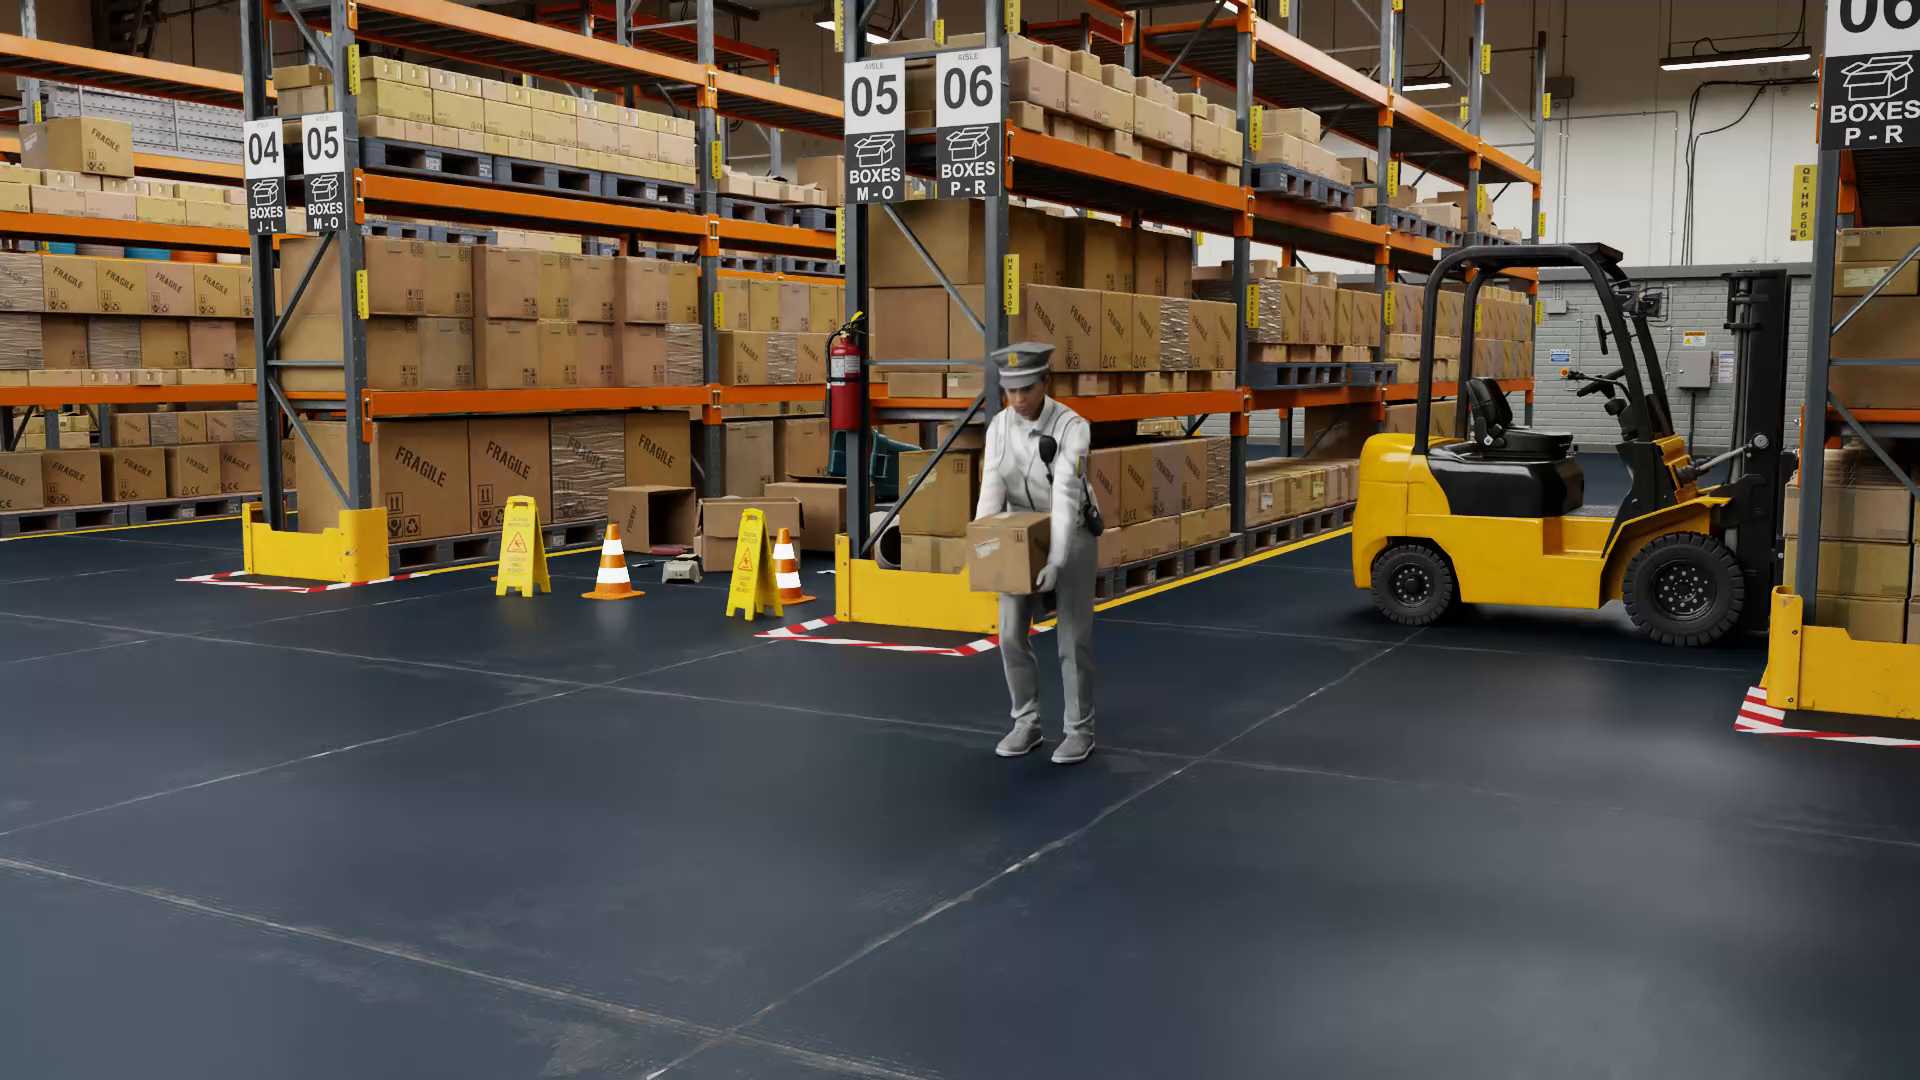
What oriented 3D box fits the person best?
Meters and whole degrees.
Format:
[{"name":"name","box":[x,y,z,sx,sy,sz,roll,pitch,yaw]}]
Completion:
[{"name":"person","box":[0.309,0.054,6.279,0.412,1.584,0.589,3,7,27]}]
